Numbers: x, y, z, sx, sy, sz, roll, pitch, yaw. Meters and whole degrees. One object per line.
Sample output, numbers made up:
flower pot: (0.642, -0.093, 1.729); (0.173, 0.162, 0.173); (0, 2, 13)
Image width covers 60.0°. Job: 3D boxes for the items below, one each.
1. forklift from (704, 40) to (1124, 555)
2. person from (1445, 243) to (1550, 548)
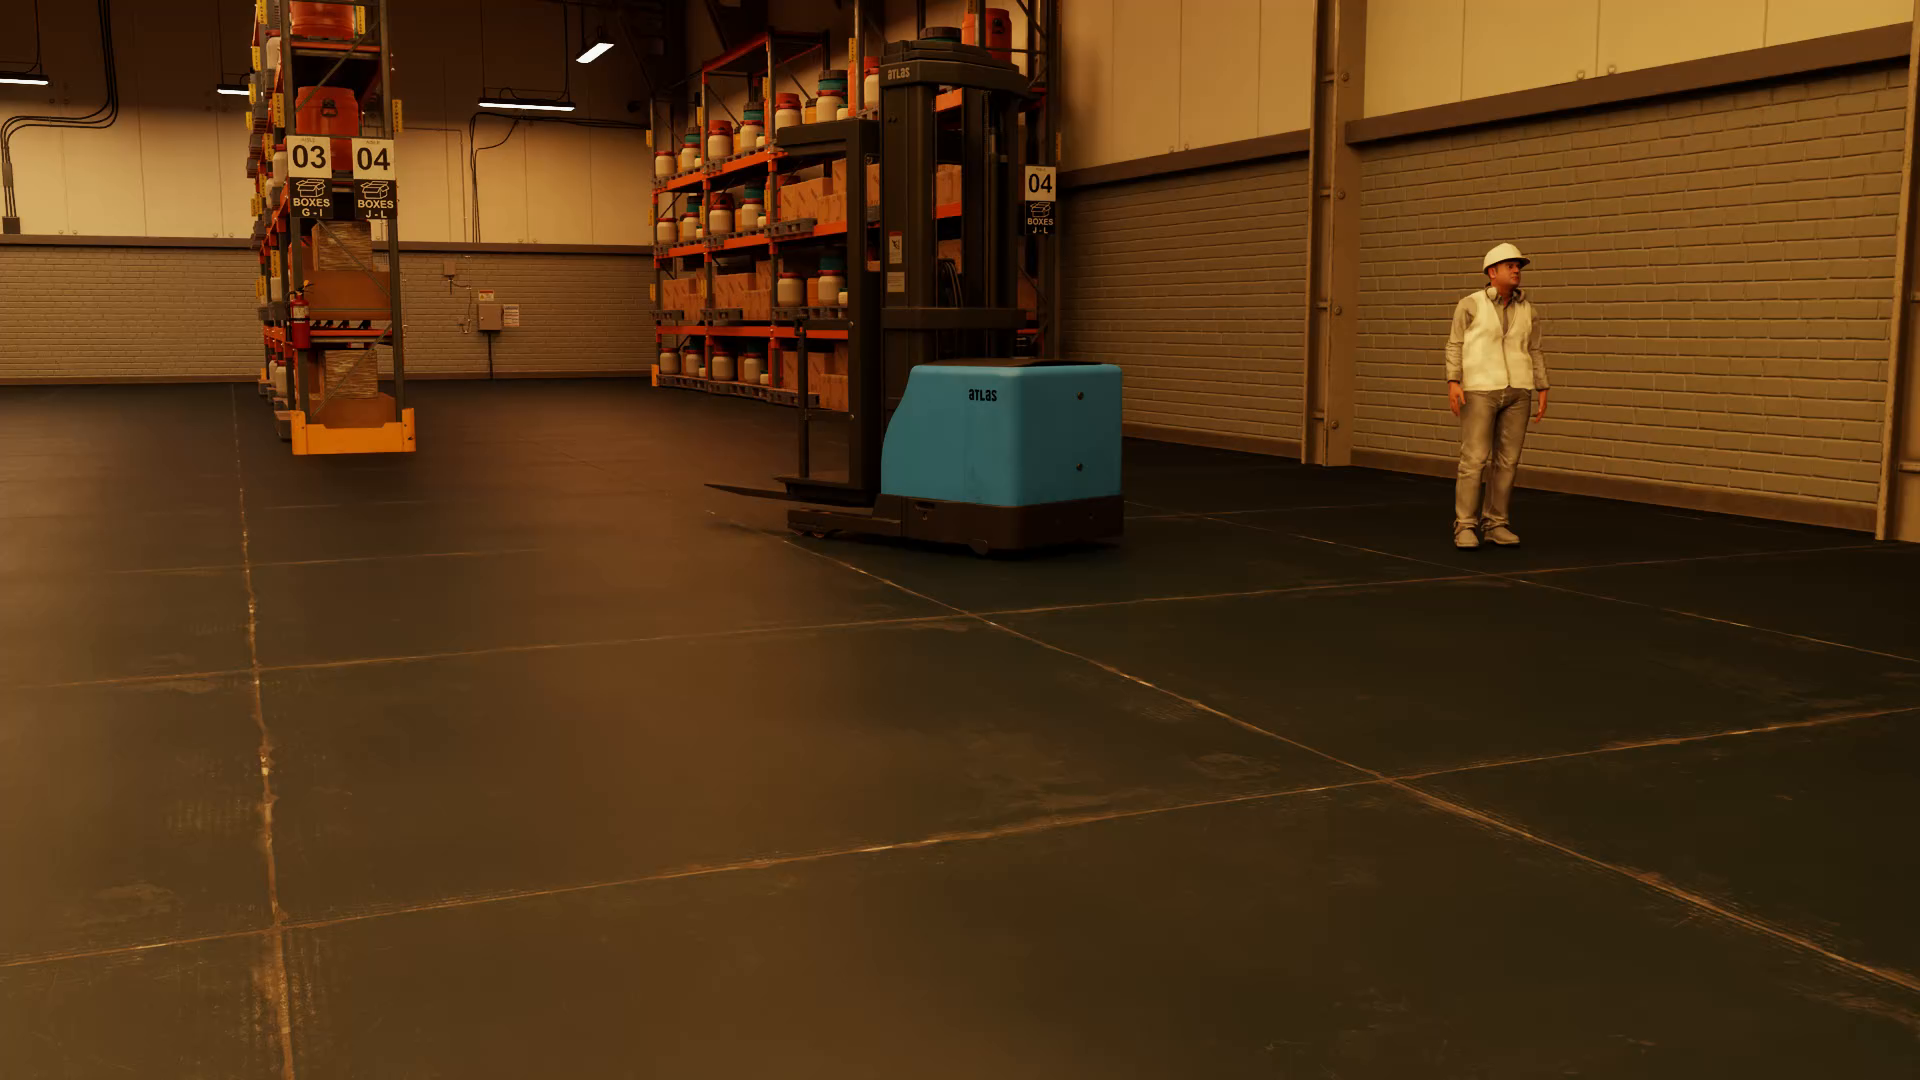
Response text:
forklift: (-0.436, -1.509, 10.383); (3.031, 2.935, 1.130); (7, 10, 44)
person: (3.196, -0.859, 9.819); (0.632, 1.774, 0.568); (-1, 8, -7)
